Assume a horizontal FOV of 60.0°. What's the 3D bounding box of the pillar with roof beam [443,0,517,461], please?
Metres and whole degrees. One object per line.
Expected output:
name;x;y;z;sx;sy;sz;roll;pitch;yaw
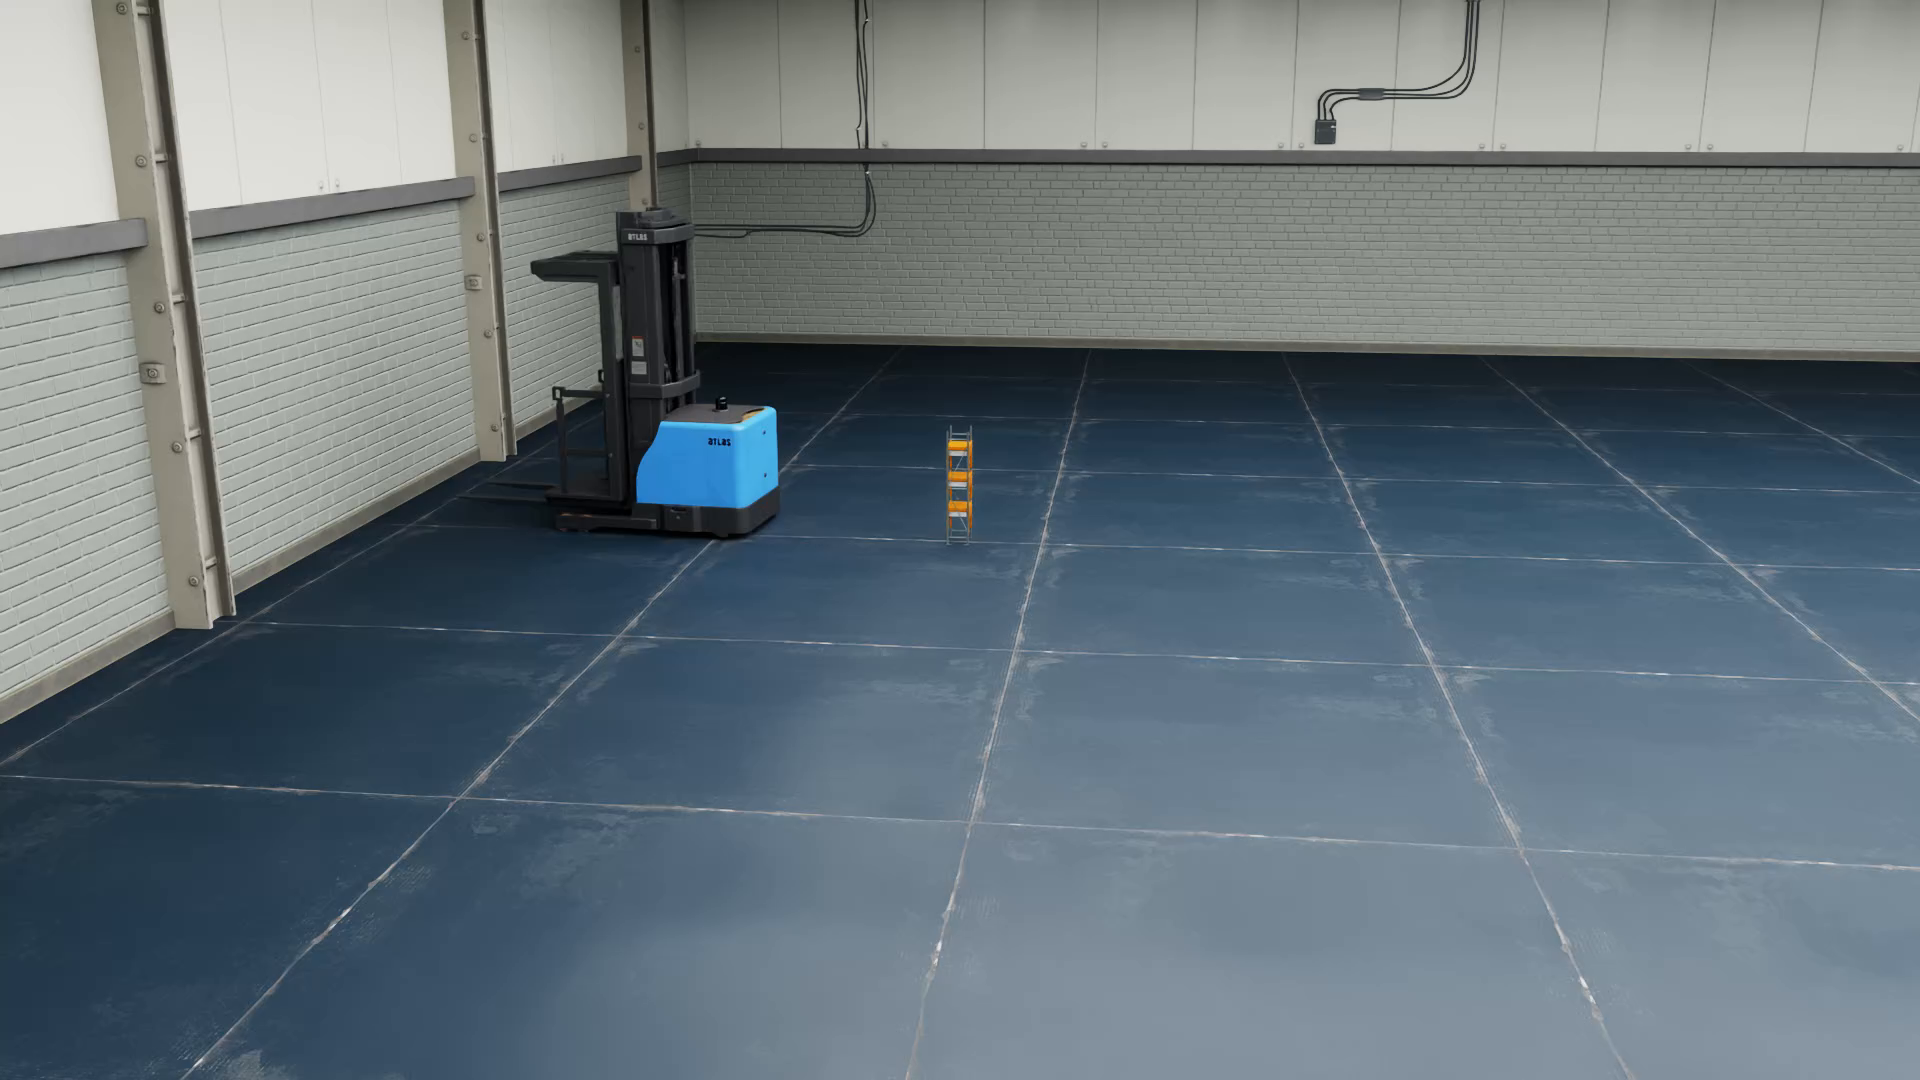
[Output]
pillar with roof beam;-0.919;-5.146;17.042;9.100;9.000;0.400;2;15;6

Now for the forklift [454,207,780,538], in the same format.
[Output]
forklift;-3.308;-1.616;15.612;3.031;2.935;1.130;3;15;12

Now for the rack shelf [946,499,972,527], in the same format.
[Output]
rack shelf;-0.006;-0.214;15.137;0.215;0.259;0.240;2;15;6

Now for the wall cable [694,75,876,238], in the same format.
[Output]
wall cable;-2.874;-6.055;26.353;3.097;2.526;0.112;2;15;6

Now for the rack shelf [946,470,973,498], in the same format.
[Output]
rack shelf;-0.006;-0.483;15.064;0.215;0.259;0.240;2;15;6

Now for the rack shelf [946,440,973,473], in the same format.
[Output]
rack shelf;-0.006;-0.757;14.990;0.215;0.259;0.240;2;15;6

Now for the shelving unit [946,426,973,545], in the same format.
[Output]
shelving unit;-0.006;-0.493;15.062;0.215;1.050;0.252;2;15;6

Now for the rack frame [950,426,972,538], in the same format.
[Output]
rack frame;0.008;-0.525;15.179;0.200;1.050;0.008;2;15;6

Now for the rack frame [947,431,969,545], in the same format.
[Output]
rack frame;-0.020;-0.461;14.945;0.200;1.050;0.008;2;15;6

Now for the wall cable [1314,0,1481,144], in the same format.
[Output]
wall cable;6.558;-8.912;24.454;2.305;6.003;0.169;2;15;6

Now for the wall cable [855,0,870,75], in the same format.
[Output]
wall cable;-0.185;-8.414;25.399;3.097;2.526;0.112;2;15;6

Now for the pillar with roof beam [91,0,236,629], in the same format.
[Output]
pillar with roof beam;-1.596;-3.590;11.287;9.100;9.000;0.400;2;15;6

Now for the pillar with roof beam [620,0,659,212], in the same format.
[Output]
pillar with roof beam;-0.242;-6.702;22.797;9.100;9.000;0.400;2;15;6
